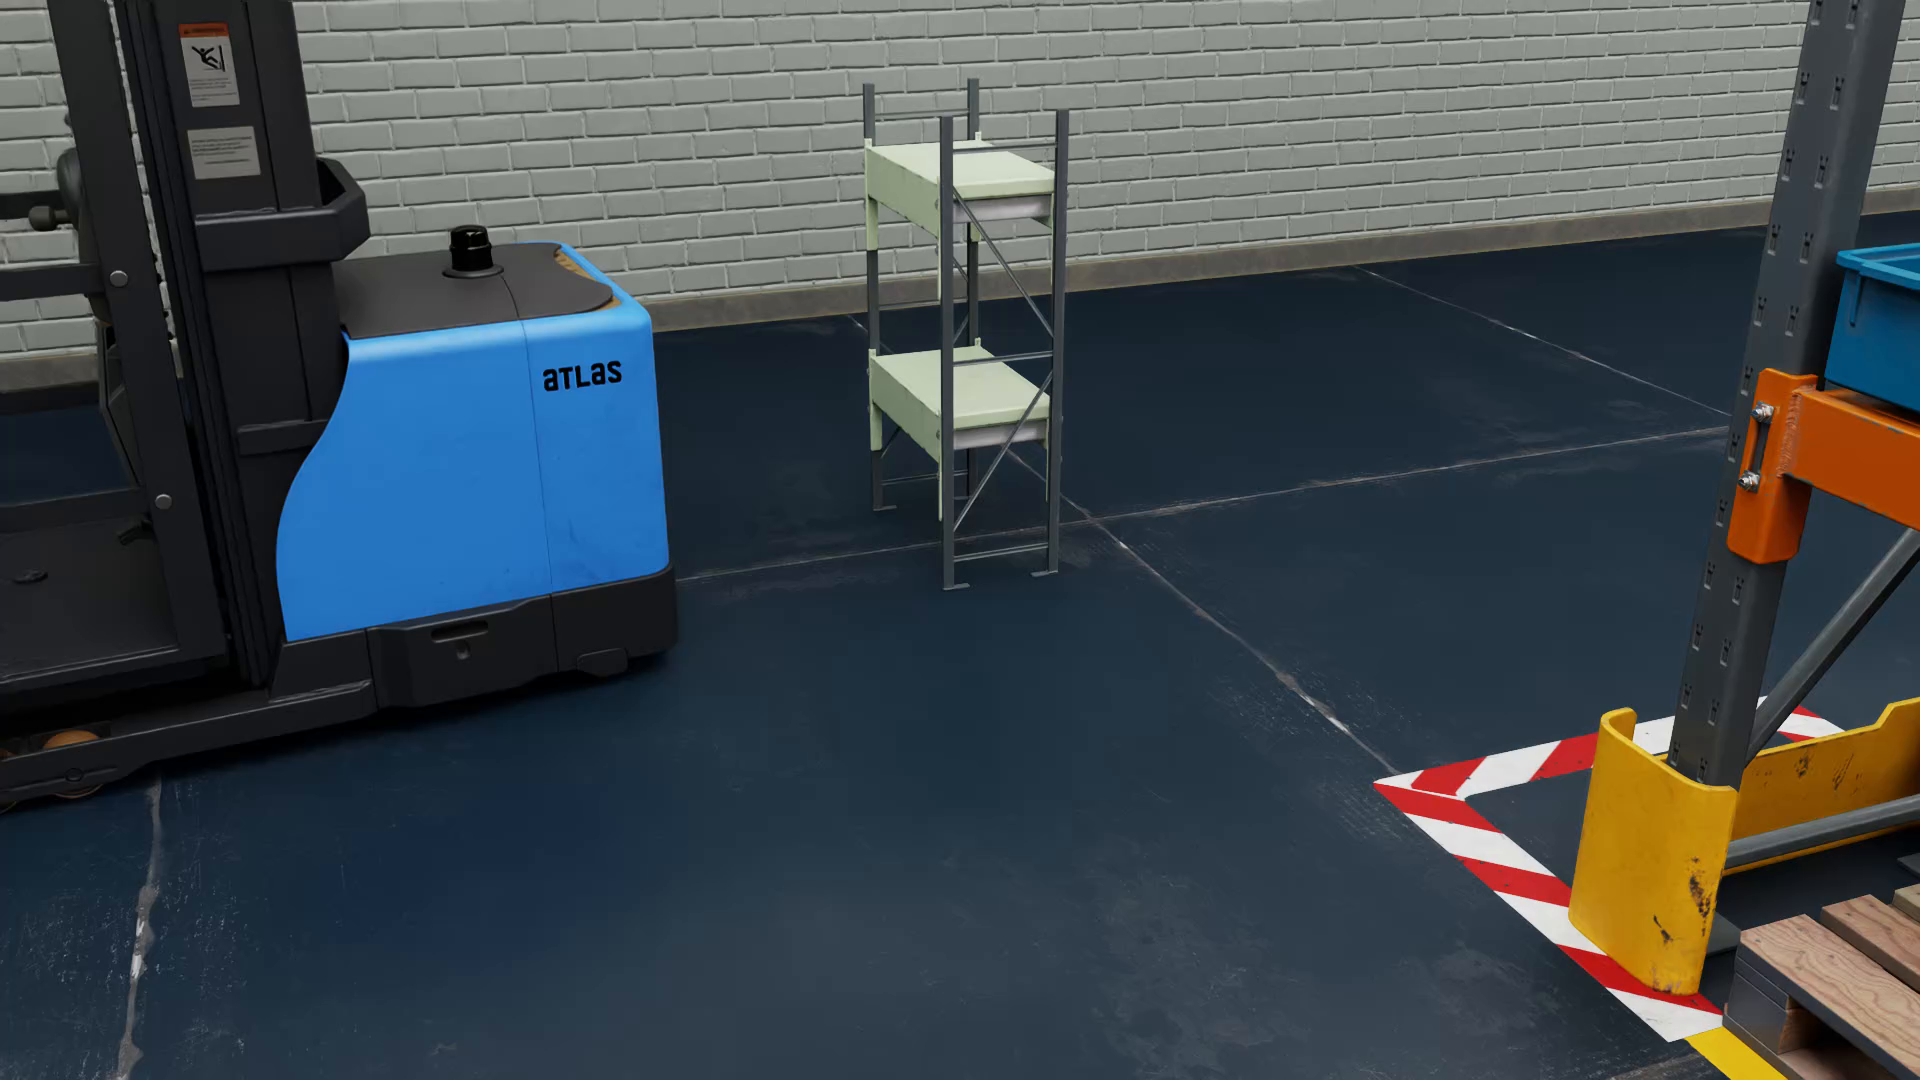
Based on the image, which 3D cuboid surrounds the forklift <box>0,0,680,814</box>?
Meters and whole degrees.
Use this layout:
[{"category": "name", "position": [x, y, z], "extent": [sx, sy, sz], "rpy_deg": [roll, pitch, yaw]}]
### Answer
[{"category": "forklift", "position": [-2.379, -0.900, 4.110], "extent": [3.031, 2.935, 1.130], "rpy_deg": [-11, 25, -24]}]

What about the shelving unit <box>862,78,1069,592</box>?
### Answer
[{"category": "shelving unit", "position": [0.002, -0.689, 5.453], "extent": [0.431, 1.500, 0.755], "rpy_deg": [-8, 24, -19]}]

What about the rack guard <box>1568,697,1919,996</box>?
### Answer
[{"category": "rack guard", "position": [1.954, 0.590, 3.706], "extent": [1.175, 0.500, 0.348], "rpy_deg": [-8, 24, -19]}]

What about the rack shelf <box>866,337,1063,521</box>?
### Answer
[{"category": "rack shelf", "position": [0.002, -0.388, 5.580], "extent": [0.431, 0.370, 0.720], "rpy_deg": [-8, 24, -19]}]

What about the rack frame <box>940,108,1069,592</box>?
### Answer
[{"category": "rack frame", "position": [0.132, -0.556, 5.137], "extent": [0.400, 1.500, 0.023], "rpy_deg": [-8, 24, -19]}]

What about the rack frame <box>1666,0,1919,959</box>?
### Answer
[{"category": "rack frame", "position": [1.974, -0.555, 3.204], "extent": [1.000, 3.000, 0.127], "rpy_deg": [-8, 24, -19]}]

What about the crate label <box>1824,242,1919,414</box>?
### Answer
[{"category": "crate label", "position": [1.754, -0.370, 2.905], "extent": [0.416, 0.233, 0.303], "rpy_deg": [-8, 24, -19]}]

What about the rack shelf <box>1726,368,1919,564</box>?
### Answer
[{"category": "rack shelf", "position": [2.681, 0.504, 1.619], "extent": [1.077, 0.370, 4.000], "rpy_deg": [-8, 24, -19]}]

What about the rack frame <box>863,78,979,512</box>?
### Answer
[{"category": "rack frame", "position": [-0.127, -0.822, 5.768], "extent": [0.400, 1.500, 0.023], "rpy_deg": [-8, 24, -19]}]

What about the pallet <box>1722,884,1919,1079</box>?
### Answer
[{"category": "pallet", "position": [2.230, 1.035, 3.022], "extent": [1.003, 0.211, 1.213], "rpy_deg": [-8, 24, -19]}]

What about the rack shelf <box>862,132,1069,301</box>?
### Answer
[{"category": "rack shelf", "position": [0.002, -1.048, 5.301], "extent": [0.431, 0.370, 0.720], "rpy_deg": [-8, 24, -19]}]
